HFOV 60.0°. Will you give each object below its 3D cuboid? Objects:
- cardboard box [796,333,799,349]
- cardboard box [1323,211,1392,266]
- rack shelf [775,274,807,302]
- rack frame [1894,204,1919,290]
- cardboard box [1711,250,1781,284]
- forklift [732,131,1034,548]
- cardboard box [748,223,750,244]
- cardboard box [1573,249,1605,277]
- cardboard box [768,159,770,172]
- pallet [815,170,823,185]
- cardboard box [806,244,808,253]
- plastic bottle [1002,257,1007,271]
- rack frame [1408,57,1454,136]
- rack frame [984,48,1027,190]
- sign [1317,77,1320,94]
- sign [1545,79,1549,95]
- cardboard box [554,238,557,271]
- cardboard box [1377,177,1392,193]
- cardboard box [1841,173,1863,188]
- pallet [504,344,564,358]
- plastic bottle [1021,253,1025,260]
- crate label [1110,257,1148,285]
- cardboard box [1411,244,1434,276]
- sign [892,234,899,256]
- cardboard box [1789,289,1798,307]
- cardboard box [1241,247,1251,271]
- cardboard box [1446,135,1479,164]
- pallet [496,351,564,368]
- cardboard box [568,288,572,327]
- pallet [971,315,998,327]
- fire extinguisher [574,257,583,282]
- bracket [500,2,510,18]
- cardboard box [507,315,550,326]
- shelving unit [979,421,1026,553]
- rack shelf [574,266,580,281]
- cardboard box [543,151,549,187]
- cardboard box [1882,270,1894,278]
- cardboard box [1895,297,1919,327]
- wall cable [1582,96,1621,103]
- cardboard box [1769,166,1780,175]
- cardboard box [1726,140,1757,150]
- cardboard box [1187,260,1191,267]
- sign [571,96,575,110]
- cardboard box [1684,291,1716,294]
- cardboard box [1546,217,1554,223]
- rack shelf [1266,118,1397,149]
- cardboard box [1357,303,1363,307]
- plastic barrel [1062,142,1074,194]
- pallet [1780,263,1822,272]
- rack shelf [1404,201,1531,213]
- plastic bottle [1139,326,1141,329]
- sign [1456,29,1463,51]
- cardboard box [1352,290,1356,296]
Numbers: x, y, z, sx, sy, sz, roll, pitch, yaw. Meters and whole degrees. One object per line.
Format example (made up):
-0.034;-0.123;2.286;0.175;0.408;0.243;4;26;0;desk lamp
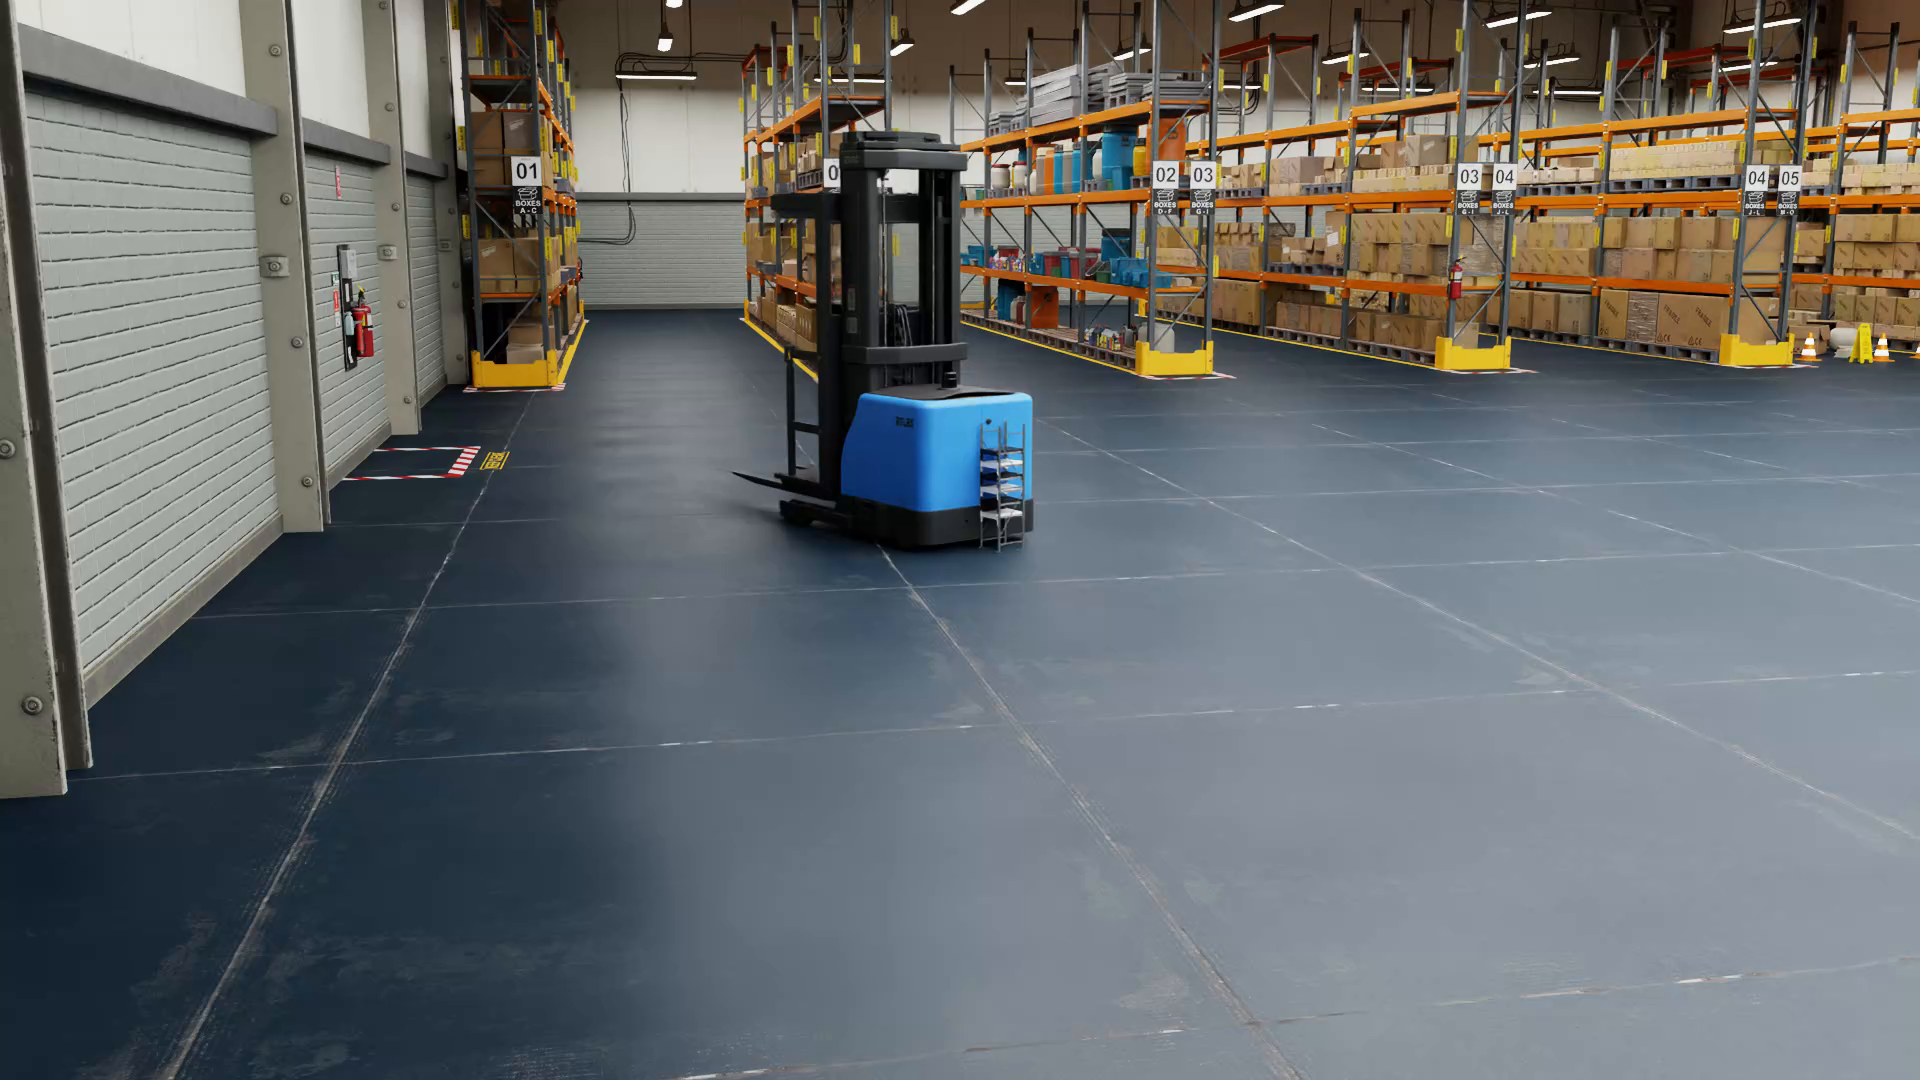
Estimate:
-2.477;-3.347;27.992;0.500;0.250;0.500;-2;11;-11;cardboard box
7.430;-5.599;30.865;1.000;1.000;1.000;-2;11;-11;cardboard box
-2.659;-4.601;30.274;1.077;0.370;4.000;-2;11;-11;rack shelf
21.259;-6.223;36.868;1.000;3.000;0.127;-2;11;-11;rack frame
12.994;-4.516;27.499;0.875;0.550;0.550;-2;11;-11;cardboard box
-0.749;-1.607;12.798;1.130;2.935;3.031;-8;13;-36;forklift
-4.667;-7.143;38.759;0.500;0.500;0.500;-2;11;-10;cardboard box
11.969;-5.244;31.461;0.500;0.500;0.500;-2;11;-11;cardboard box
-3.648;-7.616;34.510;0.600;0.600;0.600;-2;11;-12;cardboard box
-1.604;-5.415;24.839;1.003;0.211;1.213;-2;11;-11;pallet
-2.359;-4.853;27.671;0.380;0.149;0.250;-2;11;-10;cardboard box
0.975;-5.863;35.308;0.152;0.276;0.135;-2;11;-11;plastic bottle
10.777;-9.524;38.166;1.000;3.000;0.127;-2;11;-11;rack frame
1.033;-9.182;36.370;1.000;3.000;0.127;-2;11;-11;rack frame
7.200;-9.148;33.480;0.100;0.325;0.005;-2;11;-11;sign
12.098;-9.348;34.319;0.100;0.325;0.005;-2;11;-11;sign
-6.441;-4.357;25.406;0.500;0.500;0.500;-2;11;-9;cardboard box
7.478;-6.067;28.430;0.500;0.250;0.500;-3;11;-13;cardboard box
16.985;-6.763;31.291;0.500;0.250;0.500;-2;11;-12;cardboard box
-7.281;-3.180;28.340;1.003;0.211;1.213;-2;11;-11;pallet
1.392;-6.049;36.085;0.144;0.351;0.185;-2;11;-11;plastic bottle
2.744;-4.379;27.086;0.502;0.435;0.616;-2;11;-11;crate label
7.931;-4.598;27.271;0.875;0.500;0.500;-2;11;-11;cardboard box
-0.947;-4.338;24.437;0.100;0.325;0.005;-2;11;-11;sign
20.354;-5.838;40.408;0.500;0.500;0.500;-2;11;-9;cardboard box
6.239;-5.903;34.923;0.500;0.500;0.500;-2;11;-12;cardboard box
8.202;-6.410;27.432;0.500;0.500;0.500;-2;11;-11;cardboard box
-6.963;-2.915;26.949;1.003;0.211;1.213;-2;11;-11;pallet
-8.085;-4.592;32.924;0.750;0.750;0.750;-2;11;-11;cardboard box
0.852;-4.998;37.893;1.003;0.211;1.213;-2;11;-11;pallet
-9.039;-6.431;39.168;0.296;0.674;0.183;-2;11;-11;fire extinguisher
-8.736;-10.148;31.818;0.076;0.066;4.783;-2;11;-11;bracket
-7.438;-3.623;28.716;0.700;0.500;0.500;-2;11;-12;cardboard box
0.300;-0.376;11.766;0.258;0.900;0.210;-8;13;-36;shelving unit
-9.073;-5.888;37.032;1.077;0.370;4.000;-2;11;-11;rack shelf
-6.240;-5.376;24.077;0.500;0.500;0.500;-1;11;-7;cardboard box
17.155;-4.880;30.486;0.380;0.149;0.250;-2;11;-11;cardboard box
17.339;-4.124;30.067;0.500;0.500;0.500;-2;11;-12;cardboard box
19.861;-14.451;49.179;2.988;3.039;0.133;-2;11;-11;wall cable
13.358;-6.056;27.250;0.380;0.149;0.250;-2;11;-11;cardboard box
12.712;-6.422;27.044;0.380;0.149;0.250;-2;11;-10;cardboard box
5.461;-6.383;38.380;0.380;0.149;0.250;-2;11;-10;cardboard box
-8.927;-10.070;38.327;0.100;0.325;0.005;-2;11;-11;sign
16.338;-5.334;36.757;0.875;0.875;0.875;-2;11;-12;cardboard box
14.892;-8.007;41.564;0.380;0.149;0.250;-2;11;-12;cardboard box
7.059;-7.712;31.639;1.077;0.370;4.000;-2;11;-11;rack shelf
10.021;-5.775;41.017;0.380;0.149;0.250;-3;11;-14;cardboard box
2.150;-6.693;29.973;0.600;0.901;0.600;0;11;0;plastic barrel
16.816;-5.586;34.034;1.003;0.211;1.213;-2;11;-11;pallet
11.166;-7.330;36.587;1.077;0.370;4.000;-2;11;-11;rack shelf
3.097;-3.480;28.367;0.144;0.351;0.185;-2;11;-11;plastic bottle
7.677;-7.681;25.564;0.100;0.325;0.005;-2;11;-11;sign
9.992;-6.160;41.450;0.380;0.149;0.250;-3;11;-14;cardboard box
